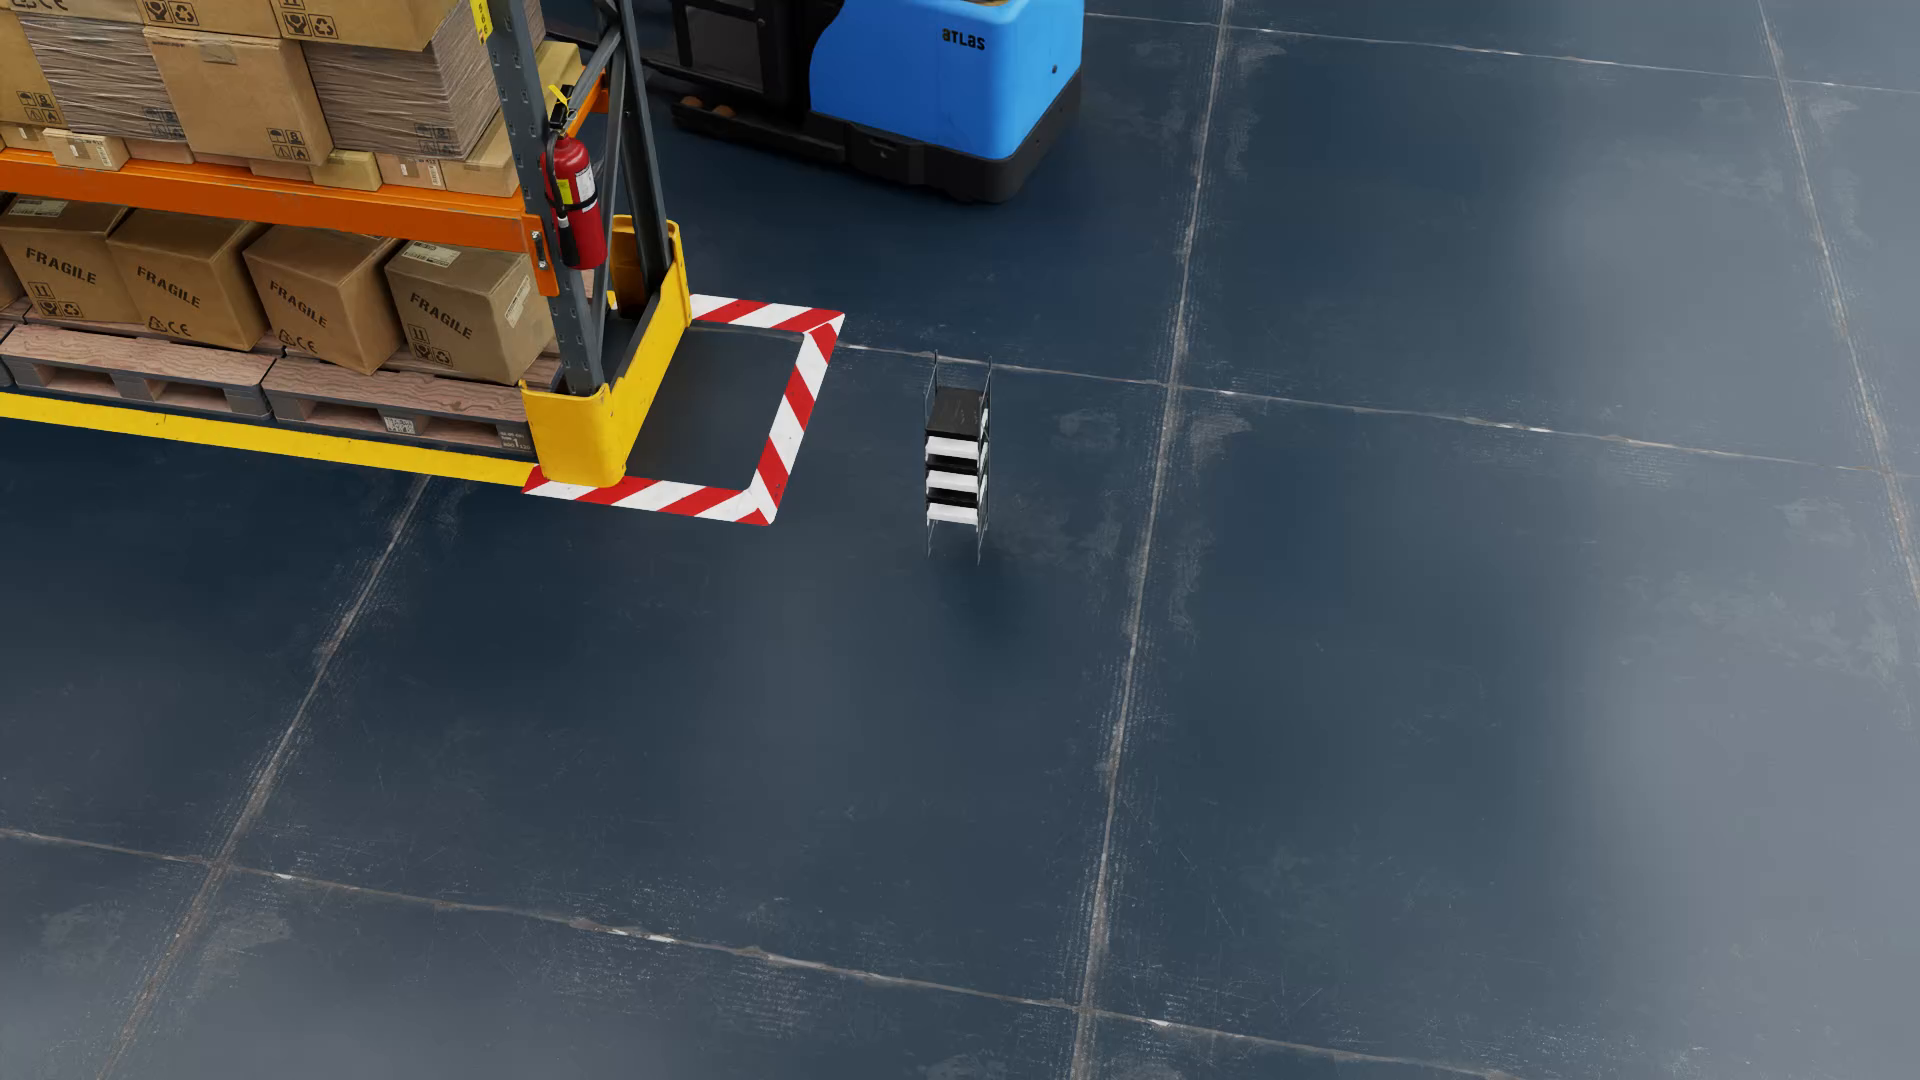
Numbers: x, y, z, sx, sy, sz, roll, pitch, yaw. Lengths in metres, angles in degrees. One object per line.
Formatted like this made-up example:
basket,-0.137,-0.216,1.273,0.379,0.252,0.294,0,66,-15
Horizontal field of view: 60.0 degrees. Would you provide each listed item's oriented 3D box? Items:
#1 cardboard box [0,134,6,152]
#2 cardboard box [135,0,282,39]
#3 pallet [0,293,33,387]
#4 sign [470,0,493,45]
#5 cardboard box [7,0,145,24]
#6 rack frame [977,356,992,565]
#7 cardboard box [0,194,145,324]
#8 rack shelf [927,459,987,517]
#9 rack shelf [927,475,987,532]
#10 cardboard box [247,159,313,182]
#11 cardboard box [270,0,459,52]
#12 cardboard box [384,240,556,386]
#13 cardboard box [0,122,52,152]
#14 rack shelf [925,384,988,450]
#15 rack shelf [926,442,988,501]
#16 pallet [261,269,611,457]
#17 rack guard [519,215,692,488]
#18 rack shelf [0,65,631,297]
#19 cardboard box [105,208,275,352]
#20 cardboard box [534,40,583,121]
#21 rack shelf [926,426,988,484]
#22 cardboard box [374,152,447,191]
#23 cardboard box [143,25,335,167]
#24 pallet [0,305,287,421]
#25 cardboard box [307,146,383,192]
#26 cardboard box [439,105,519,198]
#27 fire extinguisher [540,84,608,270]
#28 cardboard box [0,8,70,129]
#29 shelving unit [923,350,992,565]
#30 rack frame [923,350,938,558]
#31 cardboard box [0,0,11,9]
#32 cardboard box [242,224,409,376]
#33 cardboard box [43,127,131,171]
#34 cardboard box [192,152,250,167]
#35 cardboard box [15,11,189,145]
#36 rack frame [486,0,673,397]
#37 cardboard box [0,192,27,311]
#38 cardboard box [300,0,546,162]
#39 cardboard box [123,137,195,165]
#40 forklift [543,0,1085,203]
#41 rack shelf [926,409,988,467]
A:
cardboard box,-3.717,-1.659,6.365,0.250,0.149,0.380,8,49,7
cardboard box,-2.496,-2.072,5.628,0.500,0.500,0.500,8,49,7
pallet,-4.687,-1.186,7.645,1.213,0.211,1.003,8,49,7
sign,-1.536,-1.741,5.278,0.005,0.325,0.100,8,49,7
cardboard box,-2.987,-2.140,5.689,0.500,0.500,0.500,8,49,7
rack frame,0.092,-0.288,6.376,0.006,0.900,0.240,8,49,7
cardboard box,-3.777,-1.309,7.279,0.500,0.500,0.500,4,48,3
rack shelf,-0.008,-0.219,6.480,0.200,0.077,0.258,8,49,7
rack shelf,-0.008,-0.159,6.547,0.200,0.077,0.258,8,49,7
cardboard box,-2.479,-1.527,6.247,0.250,0.149,0.380,8,49,7
cardboard box,-2.003,-2.010,5.572,0.500,0.500,0.500,8,49,7
cardboard box,-2.029,-1.051,7.048,0.500,0.500,0.500,16,50,14
cardboard box,-3.463,-1.660,6.366,0.250,0.149,0.380,8,49,7
rack shelf,-0.008,-0.460,6.212,0.200,0.077,0.258,8,49,7
rack shelf,-0.008,-0.280,6.413,0.200,0.077,0.258,8,49,7
pallet,-2.285,-0.863,7.355,1.213,0.211,1.003,8,49,7
rack guard,-1.492,-0.826,7.128,0.348,0.500,1.175,8,49,7
rack shelf,-3.386,-1.676,6.695,4.000,0.370,1.077,8,49,7
cardboard box,-3.236,-1.202,7.184,0.500,0.500,0.500,12,49,10
cardboard box,-1.656,-1.780,6.473,0.250,0.149,0.380,8,49,7
rack shelf,-0.008,-0.340,6.346,0.200,0.077,0.258,8,49,7
cardboard box,-1.981,-1.488,6.211,0.250,0.149,0.380,8,49,7
cardboard box,-2.467,-1.856,6.105,0.500,0.500,0.875,8,49,7
pallet,-3.482,-1.026,7.502,1.213,0.211,1.003,8,49,7
cardboard box,-2.236,-1.483,6.207,0.250,0.149,0.380,8,49,7
cardboard box,-1.735,-1.454,6.181,0.250,0.149,0.380,8,49,7
fire extinguisher,-1.387,-1.273,5.901,0.183,0.674,0.296,8,49,7
cardboard box,-3.442,-2.028,6.260,0.500,0.500,0.875,8,49,7
shelving unit,-0.008,-0.302,6.388,0.210,0.900,0.258,8,49,7
rack frame,-0.108,-0.315,6.400,0.006,0.900,0.240,8,49,7
cardboard box,-3.478,-2.212,5.754,0.500,0.500,0.500,8,49,7
cardboard box,-2.623,-1.105,7.097,0.500,0.500,0.500,19,51,17
cardboard box,-3.229,-1.576,6.290,0.250,0.149,0.380,8,49,7
cardboard box,-2.718,-1.591,6.304,0.250,0.149,0.380,8,49,7
cardboard box,-2.952,-1.953,6.193,0.500,0.500,0.875,8,49,7
rack frame,-1.418,-1.652,6.189,0.127,3.000,1.000,8,49,7
cardboard box,-4.402,-1.333,7.301,0.500,0.500,0.500,22,52,19
cardboard box,-1.954,-1.877,6.125,0.500,0.500,0.875,8,49,7
cardboard box,-2.968,-1.607,6.319,0.250,0.149,0.380,8,49,7
forklift,-0.927,-3.381,7.789,3.031,2.935,1.130,19,51,17
rack shelf,-0.008,-0.400,6.279,0.200,0.077,0.258,8,49,7
